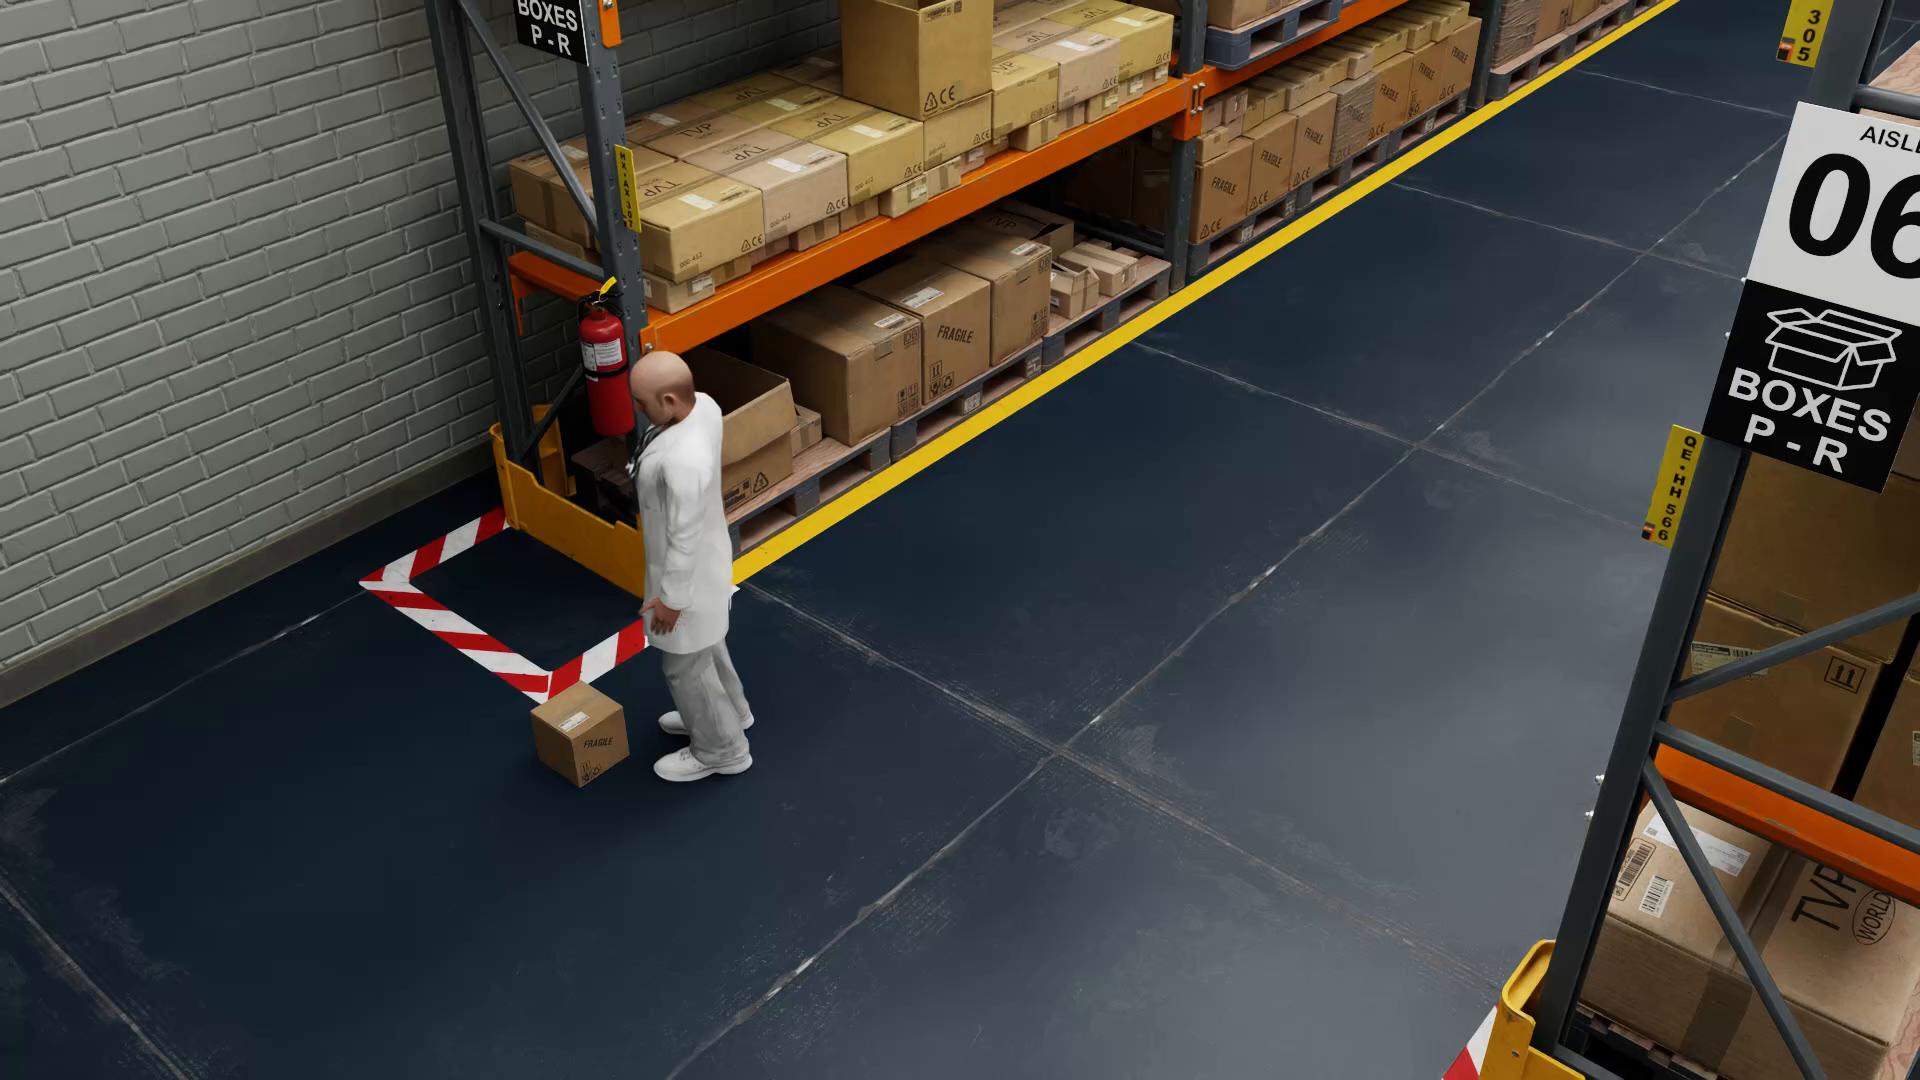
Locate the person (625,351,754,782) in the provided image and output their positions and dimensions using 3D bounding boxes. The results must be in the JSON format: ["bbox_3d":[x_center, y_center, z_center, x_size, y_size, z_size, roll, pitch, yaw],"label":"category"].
[{"bbox_3d":[-0.998,0.110,6.011,0.378,1.772,0.564,-3,35,-4],"label":"person"}]
